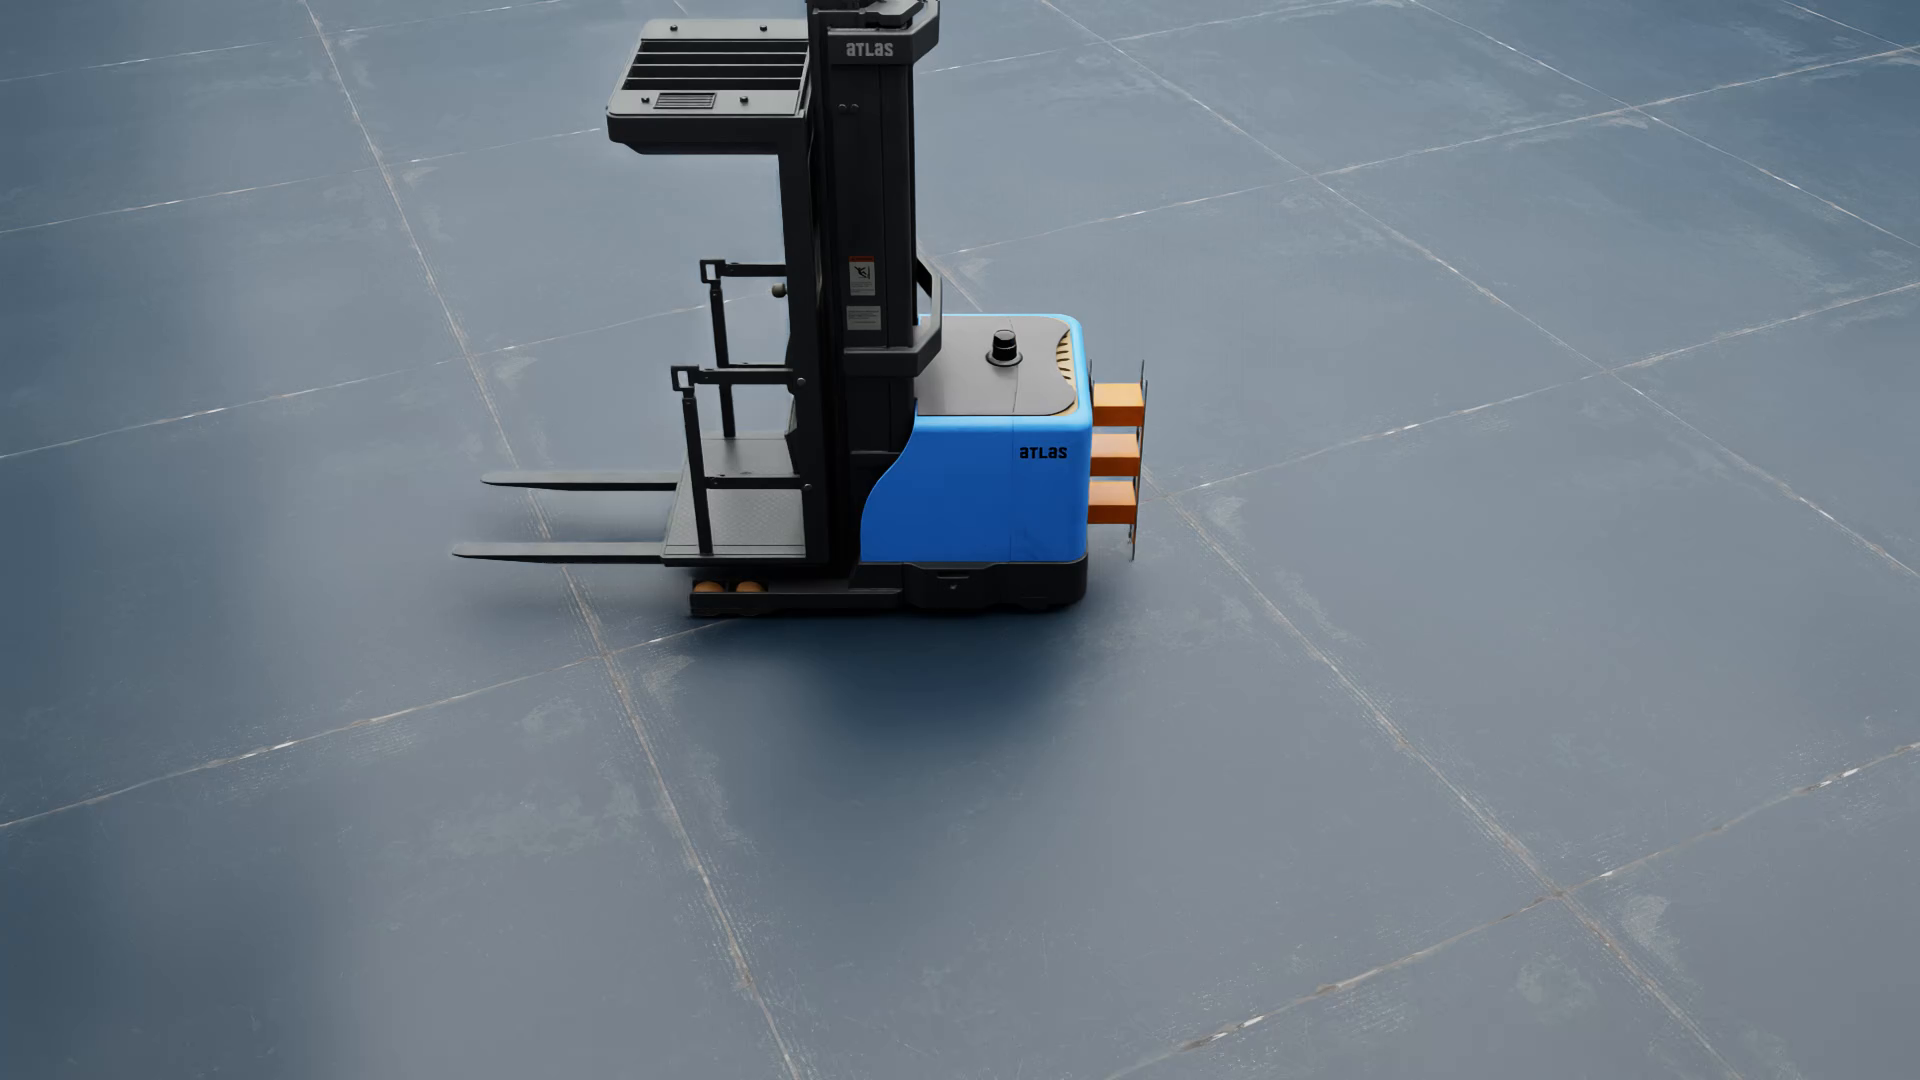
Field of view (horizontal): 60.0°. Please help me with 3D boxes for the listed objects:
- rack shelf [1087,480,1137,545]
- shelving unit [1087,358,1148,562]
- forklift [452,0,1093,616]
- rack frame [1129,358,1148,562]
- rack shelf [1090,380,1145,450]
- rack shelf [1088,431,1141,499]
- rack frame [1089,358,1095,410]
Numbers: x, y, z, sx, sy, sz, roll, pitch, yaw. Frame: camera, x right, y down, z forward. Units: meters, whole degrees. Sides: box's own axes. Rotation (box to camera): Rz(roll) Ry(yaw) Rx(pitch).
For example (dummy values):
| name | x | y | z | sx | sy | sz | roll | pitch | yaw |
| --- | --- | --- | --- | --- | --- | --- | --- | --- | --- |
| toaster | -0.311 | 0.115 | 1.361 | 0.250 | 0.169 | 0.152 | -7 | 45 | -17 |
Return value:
| name | x | y | z | sx | sy | sz | roll | pitch | yaw |
| --- | --- | --- | --- | --- | --- | --- | --- | --- | --- |
| rack shelf | 0.735 | -0.139 | 8.184 | 0.240 | 0.259 | 0.215 | 0 | 37 | 0 |
| shelving unit | 0.735 | -0.371 | 8.012 | 0.252 | 1.050 | 0.215 | 0 | 37 | 0 |
| forklift | -0.913 | -1.131 | 7.457 | 3.031 | 2.935 | 1.130 | 0 | 37 | 0 |
| rack frame | 0.857 | -0.371 | 8.012 | 0.008 | 1.050 | 0.200 | 0 | 37 | 0 |
| rack shelf | 0.735 | -0.591 | 7.849 | 0.240 | 0.259 | 0.215 | 0 | 37 | 0 |
| rack shelf | 0.735 | -0.363 | 8.018 | 0.240 | 0.259 | 0.215 | 0 | 37 | 0 |
| rack frame | 0.613 | -0.371 | 8.012 | 0.008 | 1.050 | 0.200 | 0 | 37 | 0 |
